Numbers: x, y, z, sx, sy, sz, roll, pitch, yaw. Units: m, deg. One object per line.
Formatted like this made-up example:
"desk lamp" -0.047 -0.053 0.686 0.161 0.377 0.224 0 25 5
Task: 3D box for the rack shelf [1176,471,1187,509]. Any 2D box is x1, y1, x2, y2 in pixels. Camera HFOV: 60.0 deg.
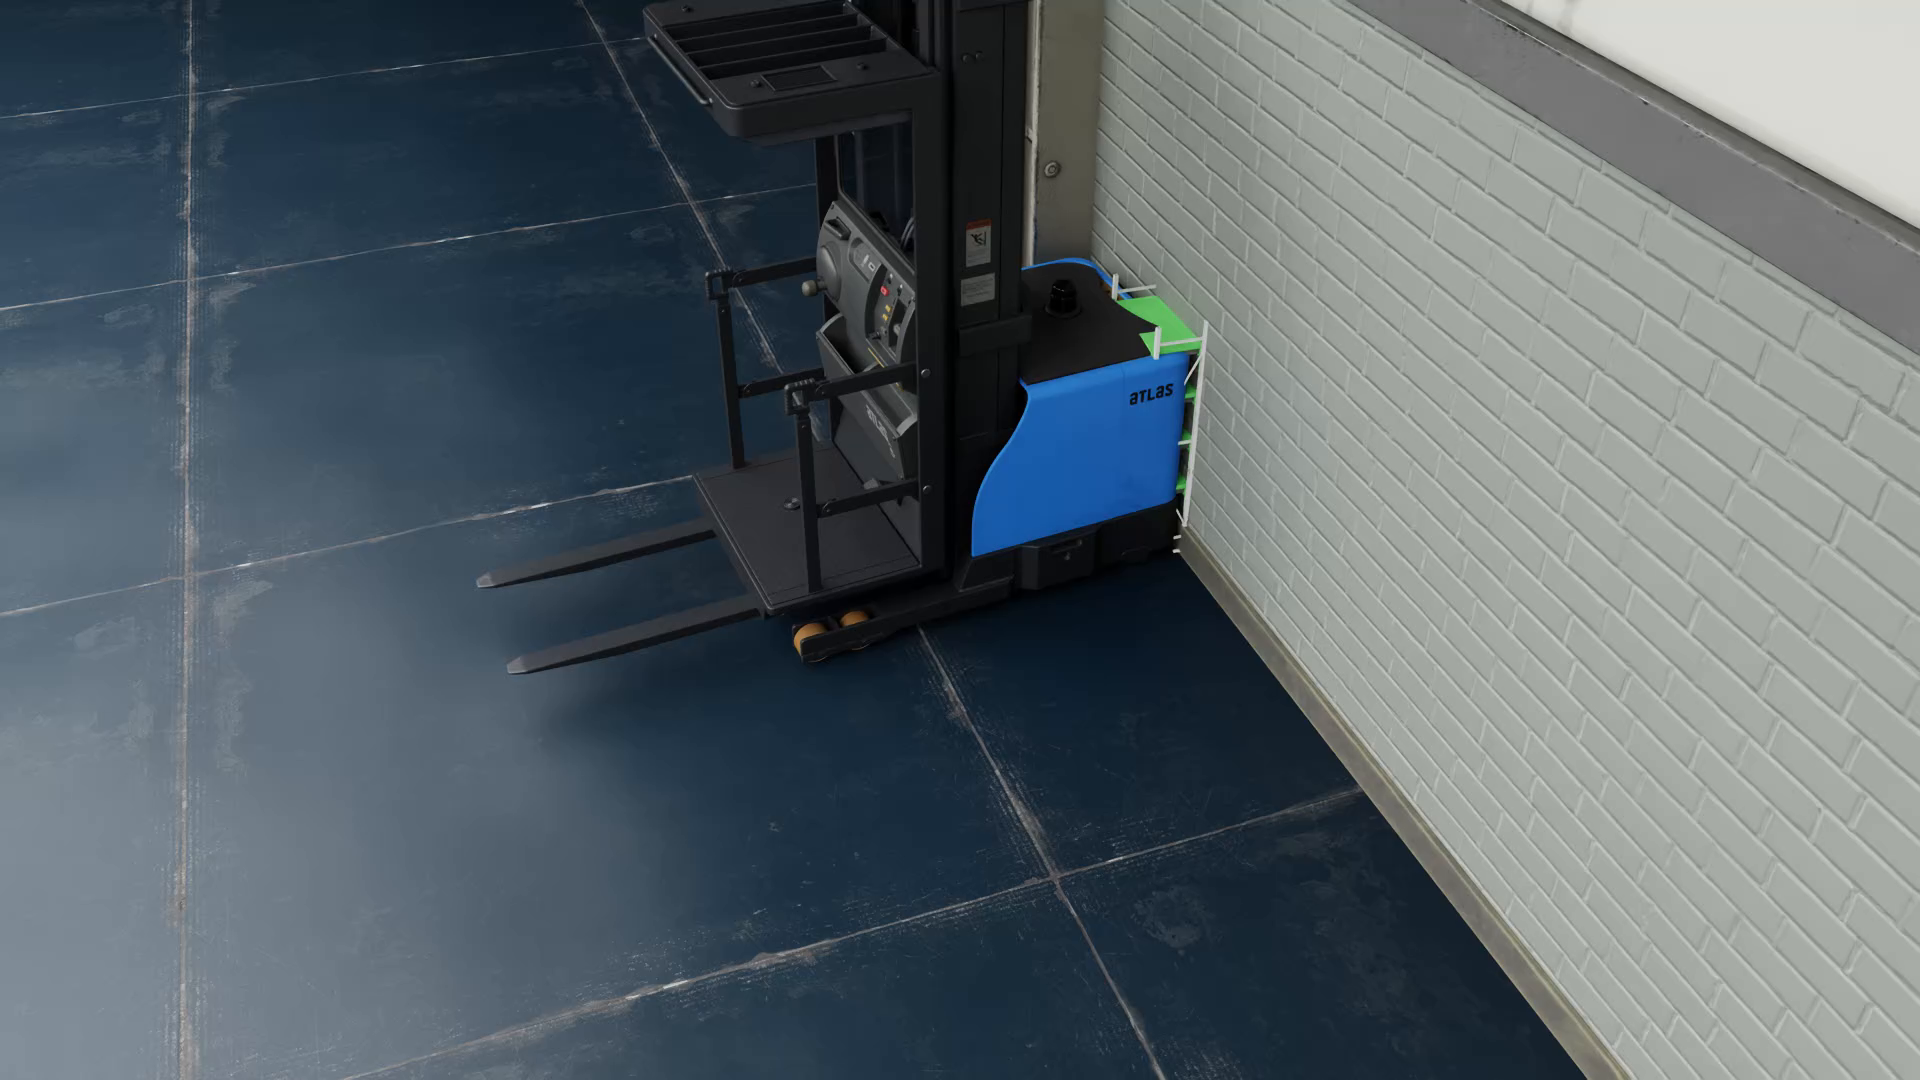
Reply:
"rack shelf" 0.850 -0.311 7.652 0.258 0.148 0.480 -10 38 -14

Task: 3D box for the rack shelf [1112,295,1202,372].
"rack shelf" 0.857 -0.891 7.224 0.258 0.148 0.480 -10 38 -14

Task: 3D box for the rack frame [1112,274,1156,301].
"rack frame" 0.782 -0.695 7.659 0.240 1.200 0.015 -10 38 -14

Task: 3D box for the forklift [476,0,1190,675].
"forklift" -0.568 -1.015 6.662 3.031 2.935 1.130 -15 40 -19

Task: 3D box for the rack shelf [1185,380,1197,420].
"rack shelf" 0.855 -0.698 7.367 0.258 0.148 0.480 -10 38 -14

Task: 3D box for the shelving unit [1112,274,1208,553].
"shelving unit" 0.853 -0.556 7.471 0.258 1.200 0.503 -10 38 -14

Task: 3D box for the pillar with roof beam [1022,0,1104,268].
"pillar with roof beam" -3.618 -3.404 4.789 9.100 9.000 0.400 -12 39 -16

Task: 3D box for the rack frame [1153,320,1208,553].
"rack frame" 0.924 -0.417 7.284 0.240 1.200 0.015 -10 38 -14

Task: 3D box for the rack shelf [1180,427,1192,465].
"rack shelf" 0.852 -0.504 7.509 0.258 0.148 0.480 -10 38 -14
